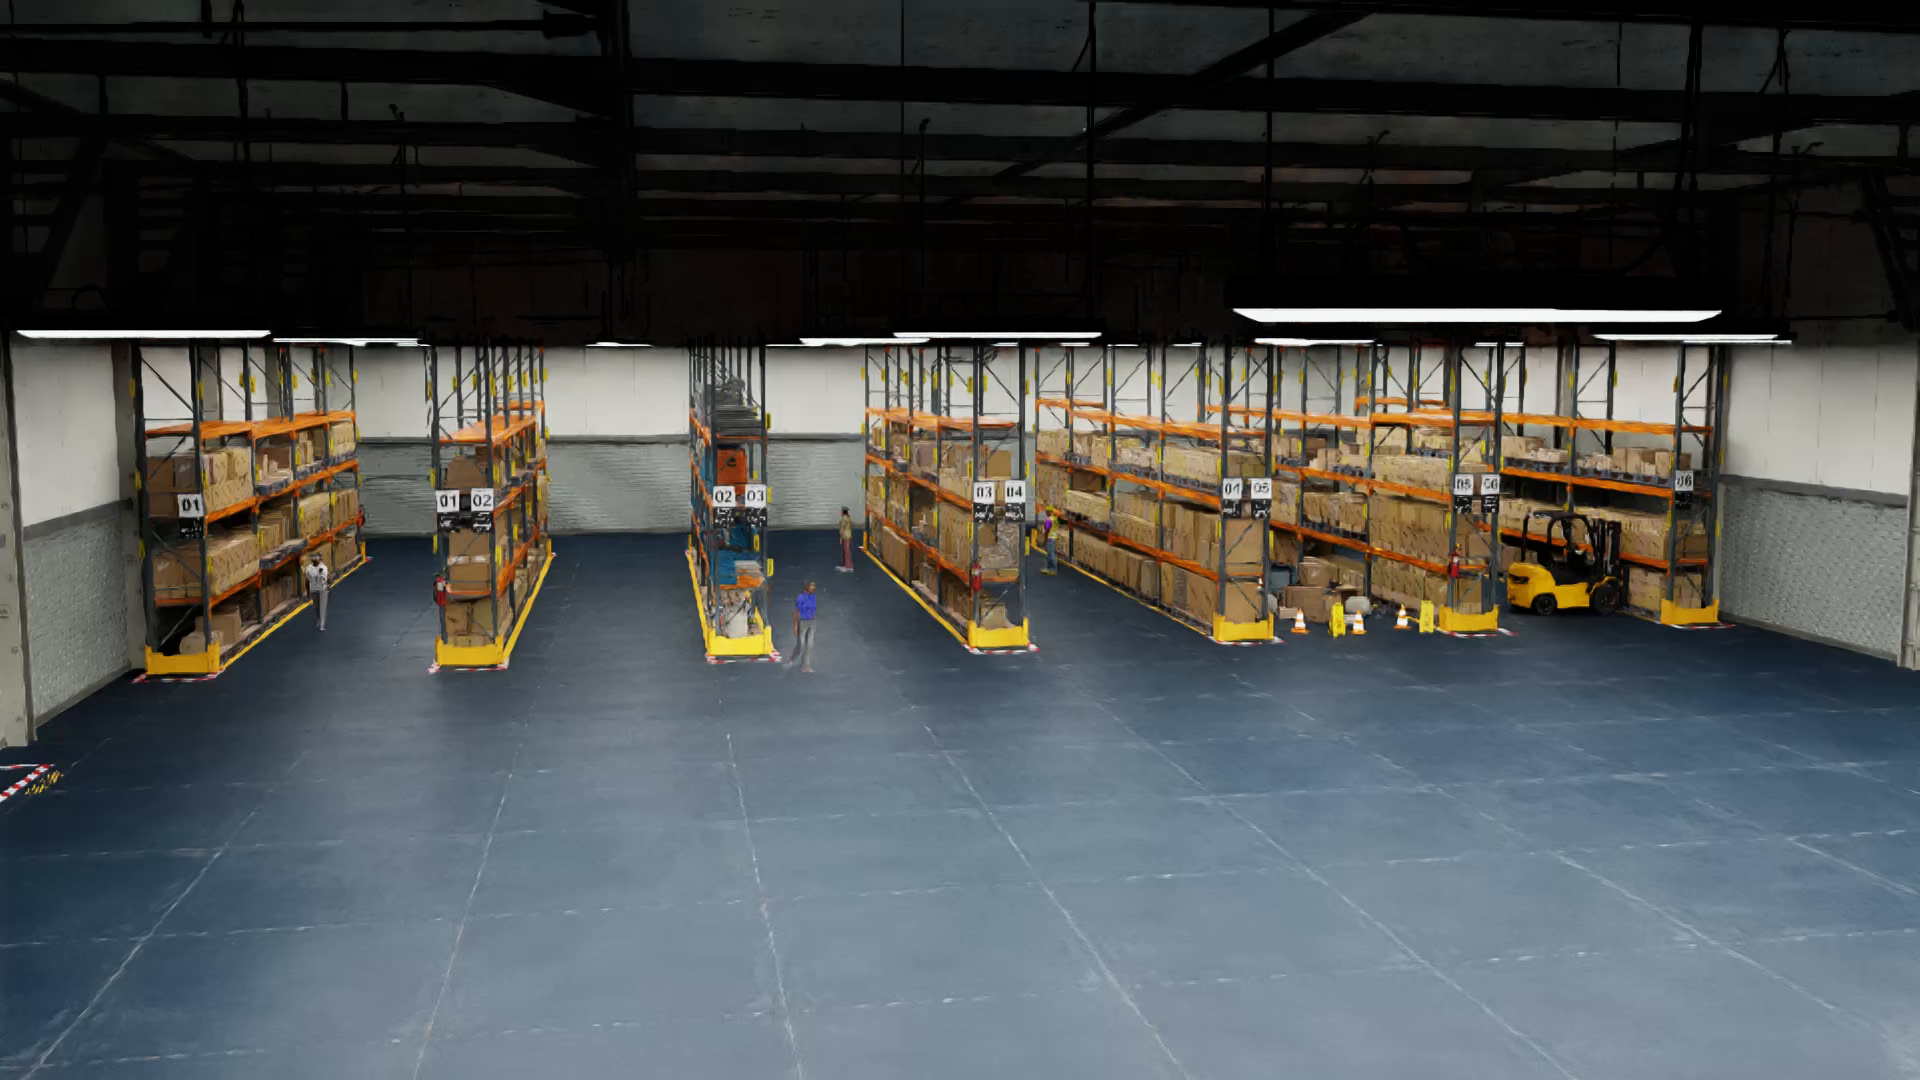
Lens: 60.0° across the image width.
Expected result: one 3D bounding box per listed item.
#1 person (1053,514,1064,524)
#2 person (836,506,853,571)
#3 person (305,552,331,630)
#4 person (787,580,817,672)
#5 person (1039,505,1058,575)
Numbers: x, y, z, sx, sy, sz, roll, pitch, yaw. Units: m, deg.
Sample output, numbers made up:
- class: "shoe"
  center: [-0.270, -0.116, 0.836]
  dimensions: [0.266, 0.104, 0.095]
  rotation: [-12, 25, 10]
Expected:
- class: "person"
  center: [2.973, -0.999, 51.032]
  dimensions: [0.582, 1.775, 0.577]
  rotation: [3, 7, 24]
- class: "person"
  center: [-2.994, -0.047, 43.002]
  dimensions: [0.553, 1.669, 0.561]
  rotation: [2, 7, 17]
- class: "person"
  center: [-13.167, 1.016, 34.089]
  dimensions: [0.456, 1.589, 1.088]
  rotation: [-1, 7, -8]
- class: "person"
  center: [-2.826, 1.572, 29.677]
  dimensions: [0.518, 1.536, 0.525]
  rotation: [6, 9, 43]
- class: "person"
  center: [2.270, -0.020, 42.388]
  dimensions: [0.573, 1.764, 0.669]
  rotation: [2, 7, 20]
